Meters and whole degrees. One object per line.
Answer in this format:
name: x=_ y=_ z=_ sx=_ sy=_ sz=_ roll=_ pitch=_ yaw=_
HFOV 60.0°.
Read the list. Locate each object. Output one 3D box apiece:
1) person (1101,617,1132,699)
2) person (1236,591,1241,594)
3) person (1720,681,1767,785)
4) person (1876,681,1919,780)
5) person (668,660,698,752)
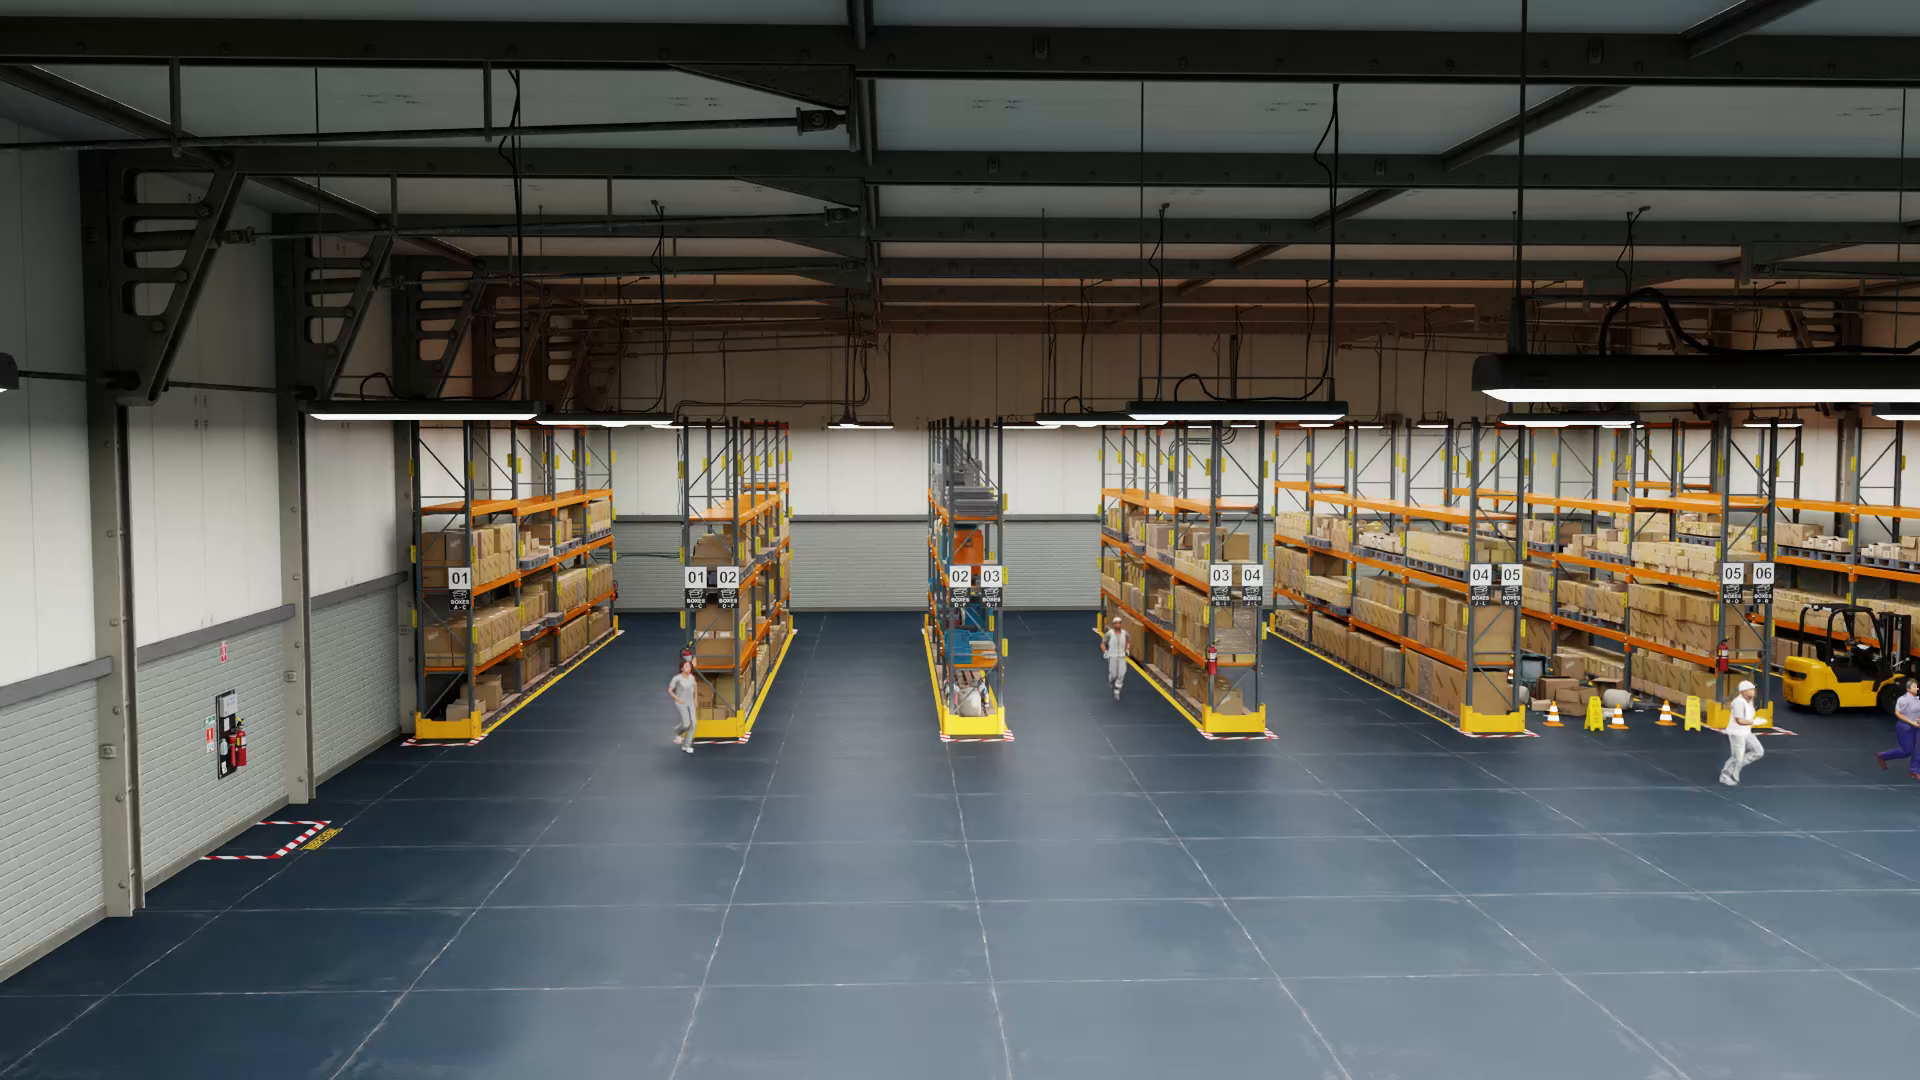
person: x=3.382 y=2.530 z=35.824 sx=0.670 sy=1.752 sz=0.611 roll=0 pitch=4 yaw=-6
person: x=7.359 y=1.853 z=45.389 sx=0.653 sy=1.798 sz=0.903 roll=0 pitch=4 yaw=-4
person: x=12.569 y=3.102 z=26.644 sx=0.729 sy=1.723 sz=0.726 roll=3 pitch=5 yaw=43
person: x=15.660 y=3.133 z=27.528 sx=0.613 sy=1.640 sz=0.753 roll=-2 pitch=4 yaw=-32
person: x=-4.953 y=2.969 z=29.857 sx=0.598 sy=1.640 sz=0.575 roll=-3 pitch=5 yaw=-39
